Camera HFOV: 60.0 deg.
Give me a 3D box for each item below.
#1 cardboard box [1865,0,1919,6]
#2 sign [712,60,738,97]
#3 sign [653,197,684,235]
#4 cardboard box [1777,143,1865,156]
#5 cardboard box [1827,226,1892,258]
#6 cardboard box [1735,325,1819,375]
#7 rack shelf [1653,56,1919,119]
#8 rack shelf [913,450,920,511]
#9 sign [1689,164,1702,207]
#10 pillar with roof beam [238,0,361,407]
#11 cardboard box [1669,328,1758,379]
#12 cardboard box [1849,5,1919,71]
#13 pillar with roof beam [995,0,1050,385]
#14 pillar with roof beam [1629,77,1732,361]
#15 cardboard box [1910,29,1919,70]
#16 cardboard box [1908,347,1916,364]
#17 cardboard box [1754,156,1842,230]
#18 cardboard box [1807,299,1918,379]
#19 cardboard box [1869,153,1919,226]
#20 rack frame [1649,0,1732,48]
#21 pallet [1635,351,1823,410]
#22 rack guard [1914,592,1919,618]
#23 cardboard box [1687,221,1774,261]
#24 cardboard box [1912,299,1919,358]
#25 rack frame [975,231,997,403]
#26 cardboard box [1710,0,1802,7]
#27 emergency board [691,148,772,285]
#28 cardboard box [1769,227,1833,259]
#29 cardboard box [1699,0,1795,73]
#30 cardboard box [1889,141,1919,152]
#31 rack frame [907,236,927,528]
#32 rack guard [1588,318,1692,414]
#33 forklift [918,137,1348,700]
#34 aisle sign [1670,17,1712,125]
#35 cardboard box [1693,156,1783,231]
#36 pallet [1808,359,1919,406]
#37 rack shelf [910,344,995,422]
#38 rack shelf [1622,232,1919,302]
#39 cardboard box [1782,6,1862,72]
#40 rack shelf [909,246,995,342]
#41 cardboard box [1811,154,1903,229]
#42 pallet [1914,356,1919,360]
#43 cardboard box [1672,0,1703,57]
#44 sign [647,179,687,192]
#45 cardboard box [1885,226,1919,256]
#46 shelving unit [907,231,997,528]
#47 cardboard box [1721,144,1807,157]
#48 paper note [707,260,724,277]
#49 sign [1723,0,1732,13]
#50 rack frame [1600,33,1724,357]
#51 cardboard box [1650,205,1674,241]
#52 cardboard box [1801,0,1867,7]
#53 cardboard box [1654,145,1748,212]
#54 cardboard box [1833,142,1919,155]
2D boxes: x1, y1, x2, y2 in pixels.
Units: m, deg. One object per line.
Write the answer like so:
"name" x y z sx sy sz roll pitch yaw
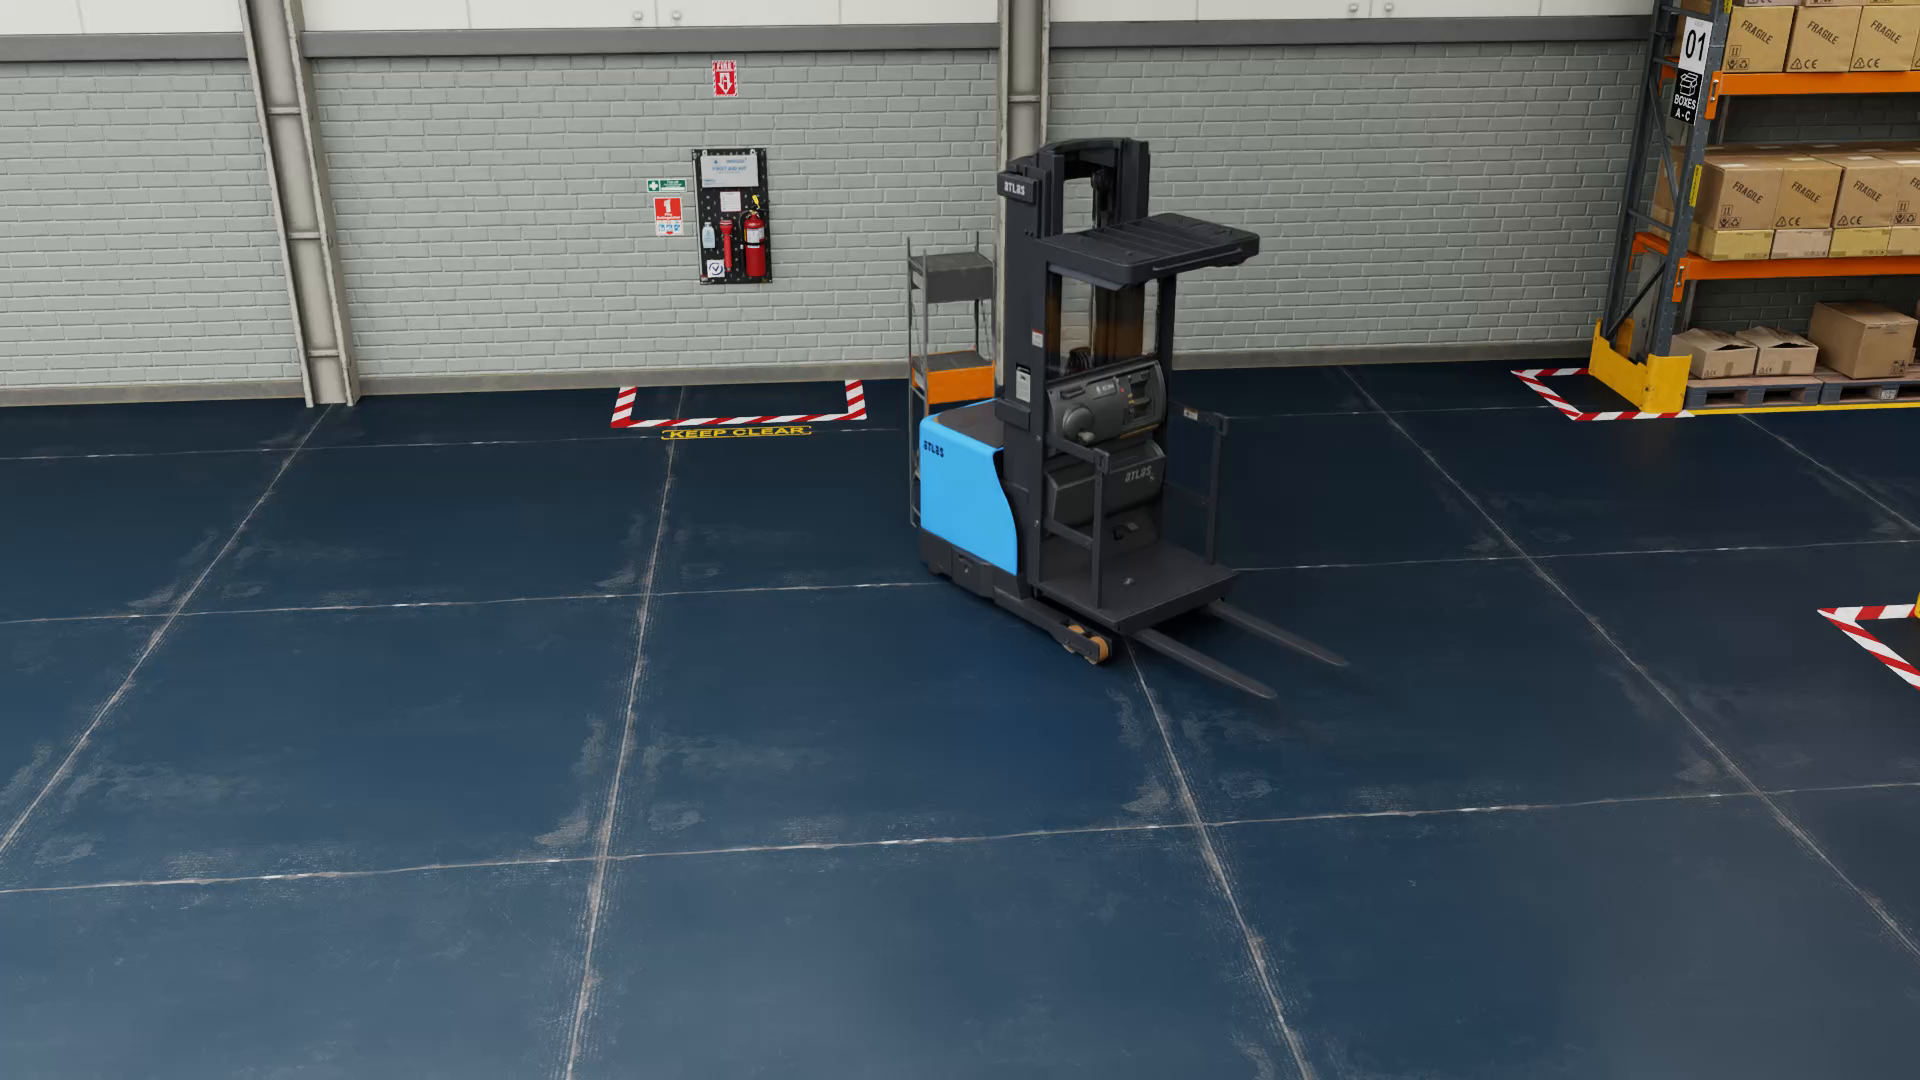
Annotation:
"cardboard box" 7.304 -4.510 13.131 0.500 0.500 0.500 -2 24 -4
"sign" -1.957 -3.840 13.841 0.199 0.298 0.001 -2 24 -5
"sign" -2.500 -2.776 14.259 0.234 0.329 0.001 -2 24 -5
"cardboard box" 7.347 -3.112 14.295 0.500 0.500 0.500 -3 24 -7
"cardboard box" 7.423 -2.562 13.980 0.500 0.250 0.500 -3 24 -6
"cardboard box" 7.148 -1.672 14.587 0.500 0.311 0.500 0 24 -1
"rack shelf" 7.874 -3.807 13.815 4.000 0.370 1.077 -2 24 -5
"rack shelf" -0.058 -0.385 11.789 0.480 0.518 0.431 -8 25 -17
"sign" 5.937 -2.862 13.430 0.005 0.325 0.100 -2 24 -5
"pillar with roof beam" -5.024 -3.585 8.737 0.400 9.000 9.100 -2 24 -5
"cardboard box" 6.581 -1.649 14.536 0.500 0.311 0.500 -5 24 -11
"cardboard box" 7.295 -4.053 13.334 0.500 0.500 0.500 -1 24 -3
"pillar with roof beam" 0.947 -3.825 9.276 0.400 9.000 9.100 -2 24 -5
"pillar with roof beam" 6.918 -4.064 9.815 0.400 9.000 9.100 -2 24 -5
"cardboard box" 7.826 -4.083 13.402 0.500 0.500 0.500 -1 24 -2
"cardboard box" 8.270 -1.688 14.822 0.250 0.149 0.380 -4 24 -9
"cardboard box" 6.881 -2.882 13.778 0.500 0.500 0.500 -2 24 -5
"cardboard box" 7.883 -1.767 14.569 0.500 0.500 0.700 -4 24 -8
"cardboard box" 7.908 -2.926 13.876 0.500 0.500 0.500 -2 24 -3
"rack frame" 5.883 -5.427 12.880 0.127 3.000 1.000 -2 24 -5
"pallet" 6.771 -1.432 14.713 1.213 0.211 1.003 -2 24 -5
"rack guard" 6.350 0.460 10.100 0.348 0.500 1.175 -2 24 -5
"cardboard box" 6.400 -2.517 13.880 0.500 0.250 0.500 -3 24 -7
"cardboard box" 8.835 -1.846 14.747 0.500 0.500 0.500 -4 24 -9
"rack frame" 0.174 -1.069 11.570 0.015 2.100 0.400 -8 25 -17
"cardboard box" 6.290 -4.485 13.076 0.500 0.500 0.500 -4 24 -9
"emergency board" -1.939 -2.740 14.222 0.643 1.169 0.194 -2 24 -5
"cardboard box" 6.915 -2.544 13.940 0.500 0.250 0.500 -3 24 -7
"cardboard box" 6.241 -4.023 13.268 0.500 0.500 0.500 -2 24 -4
"cardboard box" 8.364 -3.157 14.397 0.500 0.500 0.500 -2 24 -4
"rack frame" -0.289 -1.006 11.429 0.015 2.100 0.400 -8 25 -17
"rack guard" 5.959 -1.546 14.613 0.348 0.500 1.175 -2 24 -5
"forklift" 1.033 -0.818 9.982 1.130 2.935 3.031 -18 30 -35
"aisle sign" 5.841 -3.749 13.292 0.004 0.787 0.394 -2 24 -5
"cardboard box" 6.388 -2.866 13.743 0.500 0.500 0.500 -2 24 -5
"pallet" 7.982 -1.480 14.820 1.213 0.211 1.003 -2 24 -5
"rack shelf" -0.058 -1.025 11.505 0.480 0.518 0.431 -8 25 -17
"rack shelf" 7.874 -2.437 14.425 4.000 0.370 1.077 -2 24 -5
"cardboard box" 6.779 -4.030 13.284 0.500 0.500 0.500 -1 24 -2
"rack shelf" -0.058 -1.665 11.220 0.480 0.518 0.431 -8 25 -17
"cardboard box" 7.395 -2.900 13.819 0.500 0.500 0.500 -3 24 -7
"pallet" 9.199 -1.530 14.932 1.213 0.211 1.003 -2 24 -5
"cardboard box" 6.274 -4.230 13.733 0.500 0.500 0.500 -1 24 -1
"sign" -2.494 -3.015 14.144 0.331 0.109 0.001 -2 24 -5
"cardboard box" 7.926 -2.581 14.024 0.500 0.250 0.500 -2 24 -5
"shelving unit" -0.058 -1.038 11.499 0.503 2.100 0.431 -8 25 -17
"cardboard box" 6.833 -3.090 14.245 0.500 0.500 0.500 -2 24 -4
"paper note" -2.122 -2.359 14.448 0.142 0.148 0.016 -2 24 -5
"sign" 5.937 -4.236 12.819 0.005 0.325 0.100 -2 24 -5
"rack frame" 5.883 -2.686 14.099 0.127 3.000 1.000 -2 24 -5
"cardboard box" 6.329 -2.723 14.344 0.500 0.250 0.500 -2 24 -4
"cardboard box" 6.795 -4.485 13.075 0.500 0.500 0.500 -3 24 -6
"cardboard box" 6.331 -3.074 14.209 0.500 0.500 0.500 -3 24 -6
"cardboard box" 7.849 -3.132 14.341 0.500 0.500 0.500 -2 24 -4
